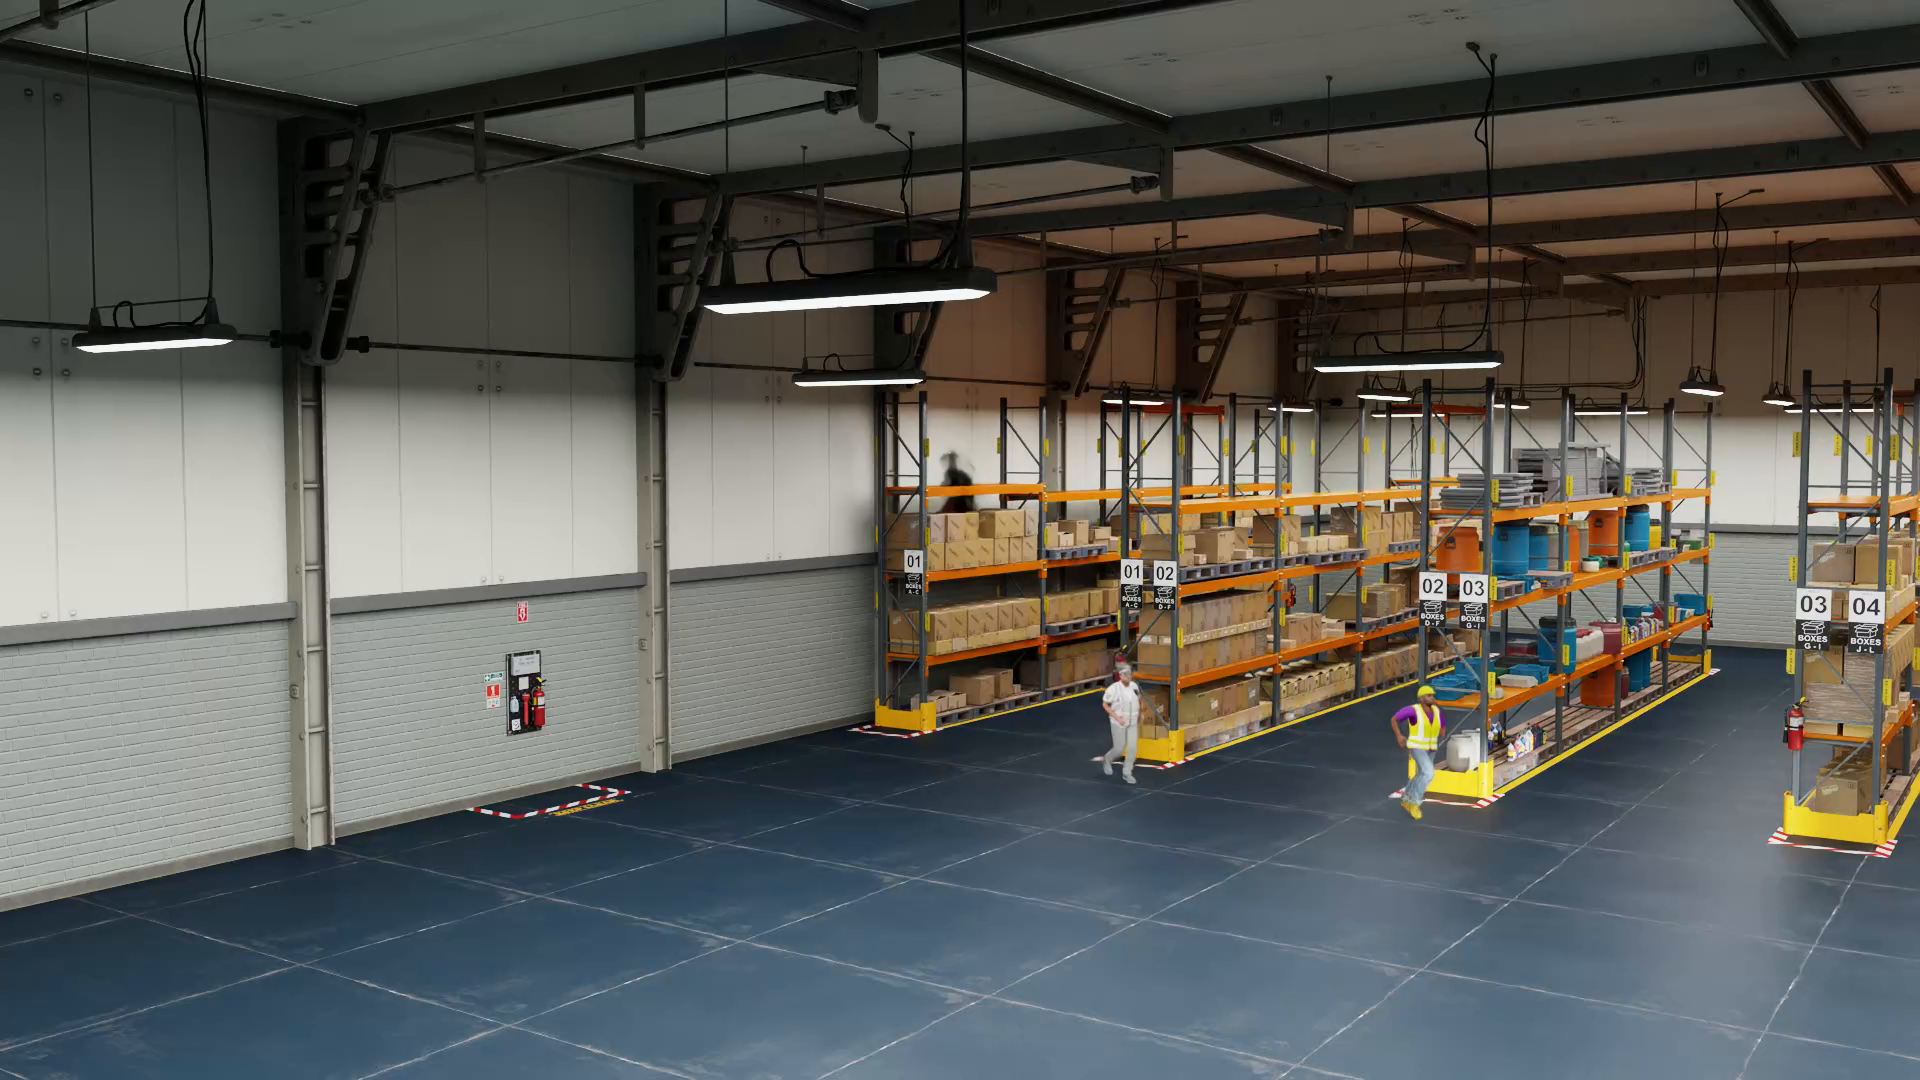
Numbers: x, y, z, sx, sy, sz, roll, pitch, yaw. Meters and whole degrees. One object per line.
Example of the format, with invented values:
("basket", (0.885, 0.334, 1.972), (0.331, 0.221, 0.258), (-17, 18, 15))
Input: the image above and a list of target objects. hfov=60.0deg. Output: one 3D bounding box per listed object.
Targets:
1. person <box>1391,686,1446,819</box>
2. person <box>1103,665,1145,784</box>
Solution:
("person", (6.313, 2.873, 22.679), (0.700, 1.792, 0.670), (-2, 4, -29))
("person", (2.461, 2.743, 25.060), (0.688, 1.773, 0.709), (-1, 3, -24))
